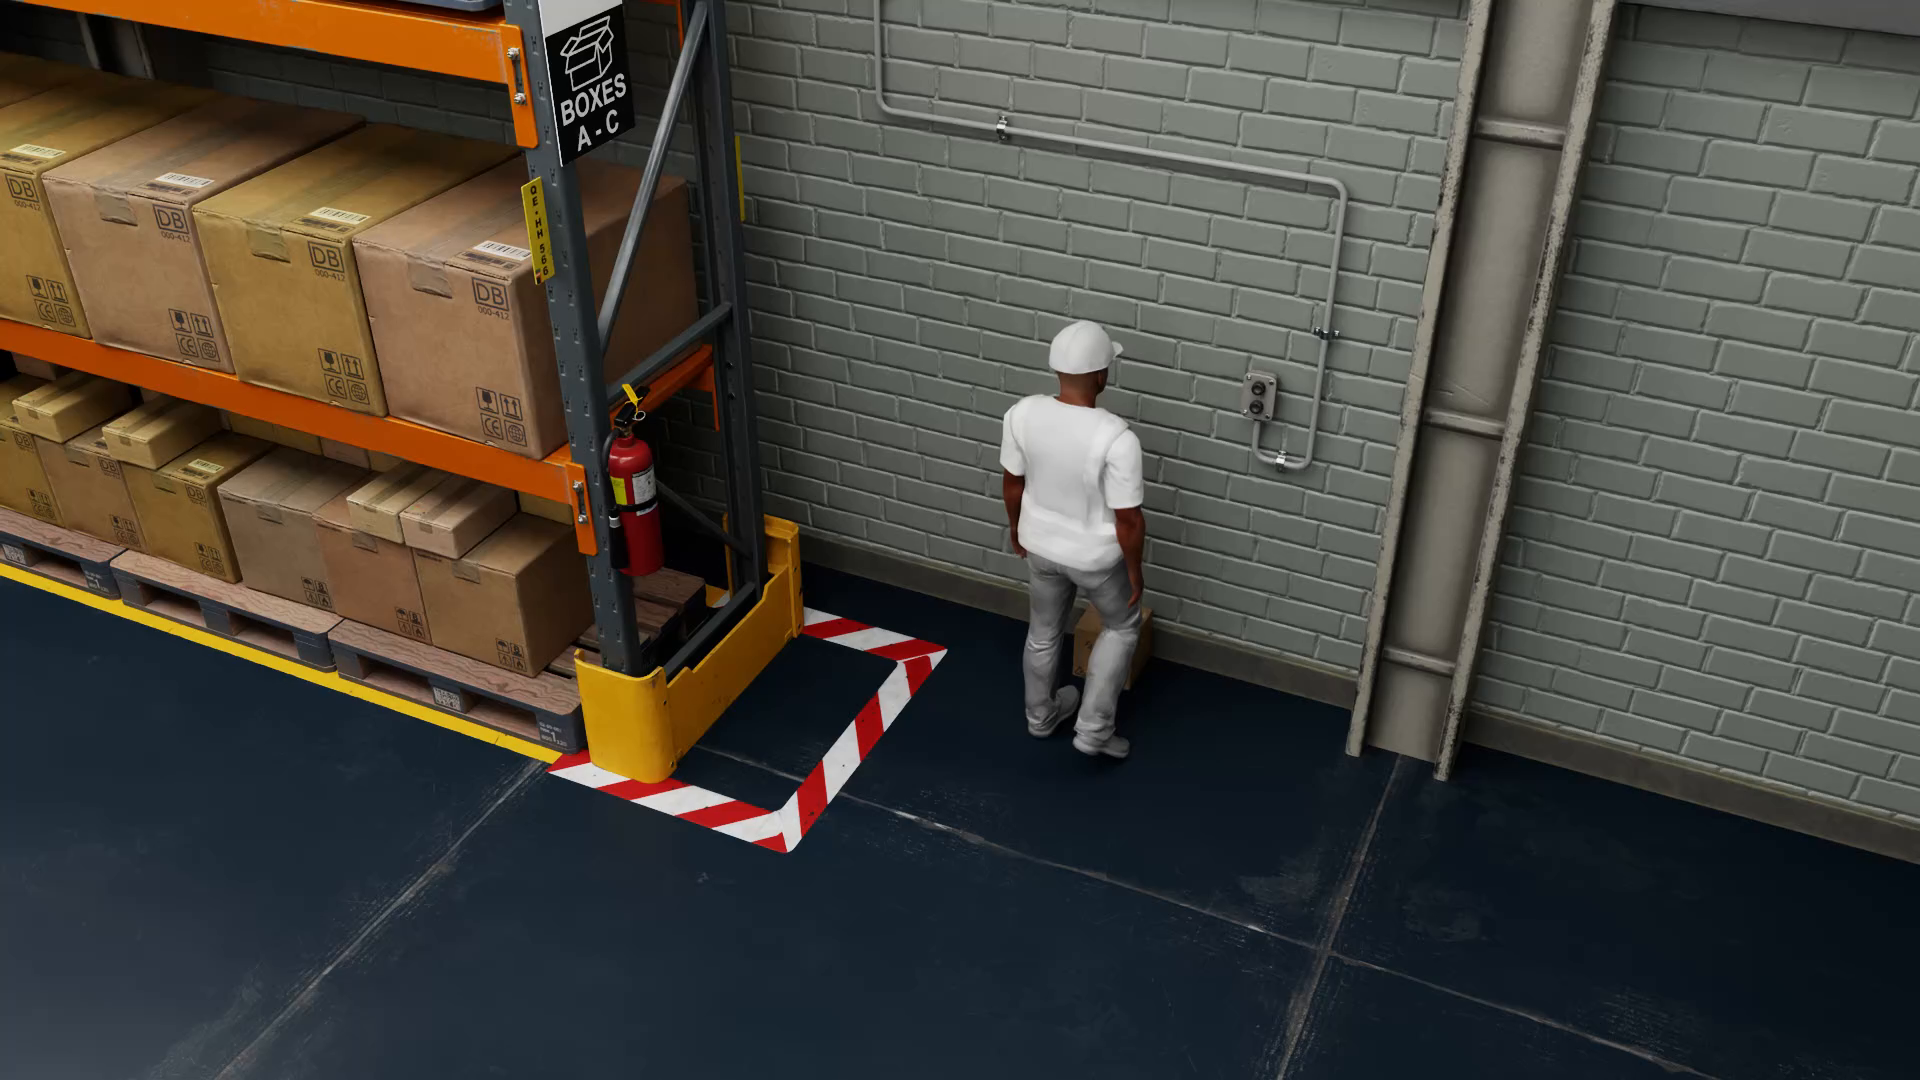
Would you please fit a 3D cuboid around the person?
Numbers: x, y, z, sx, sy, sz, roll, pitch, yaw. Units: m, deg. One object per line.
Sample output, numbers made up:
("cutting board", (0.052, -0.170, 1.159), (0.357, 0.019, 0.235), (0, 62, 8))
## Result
("person", (0.426, 0.024, 6.070), (0.582, 1.799, 0.397), (19, 38, 26))
